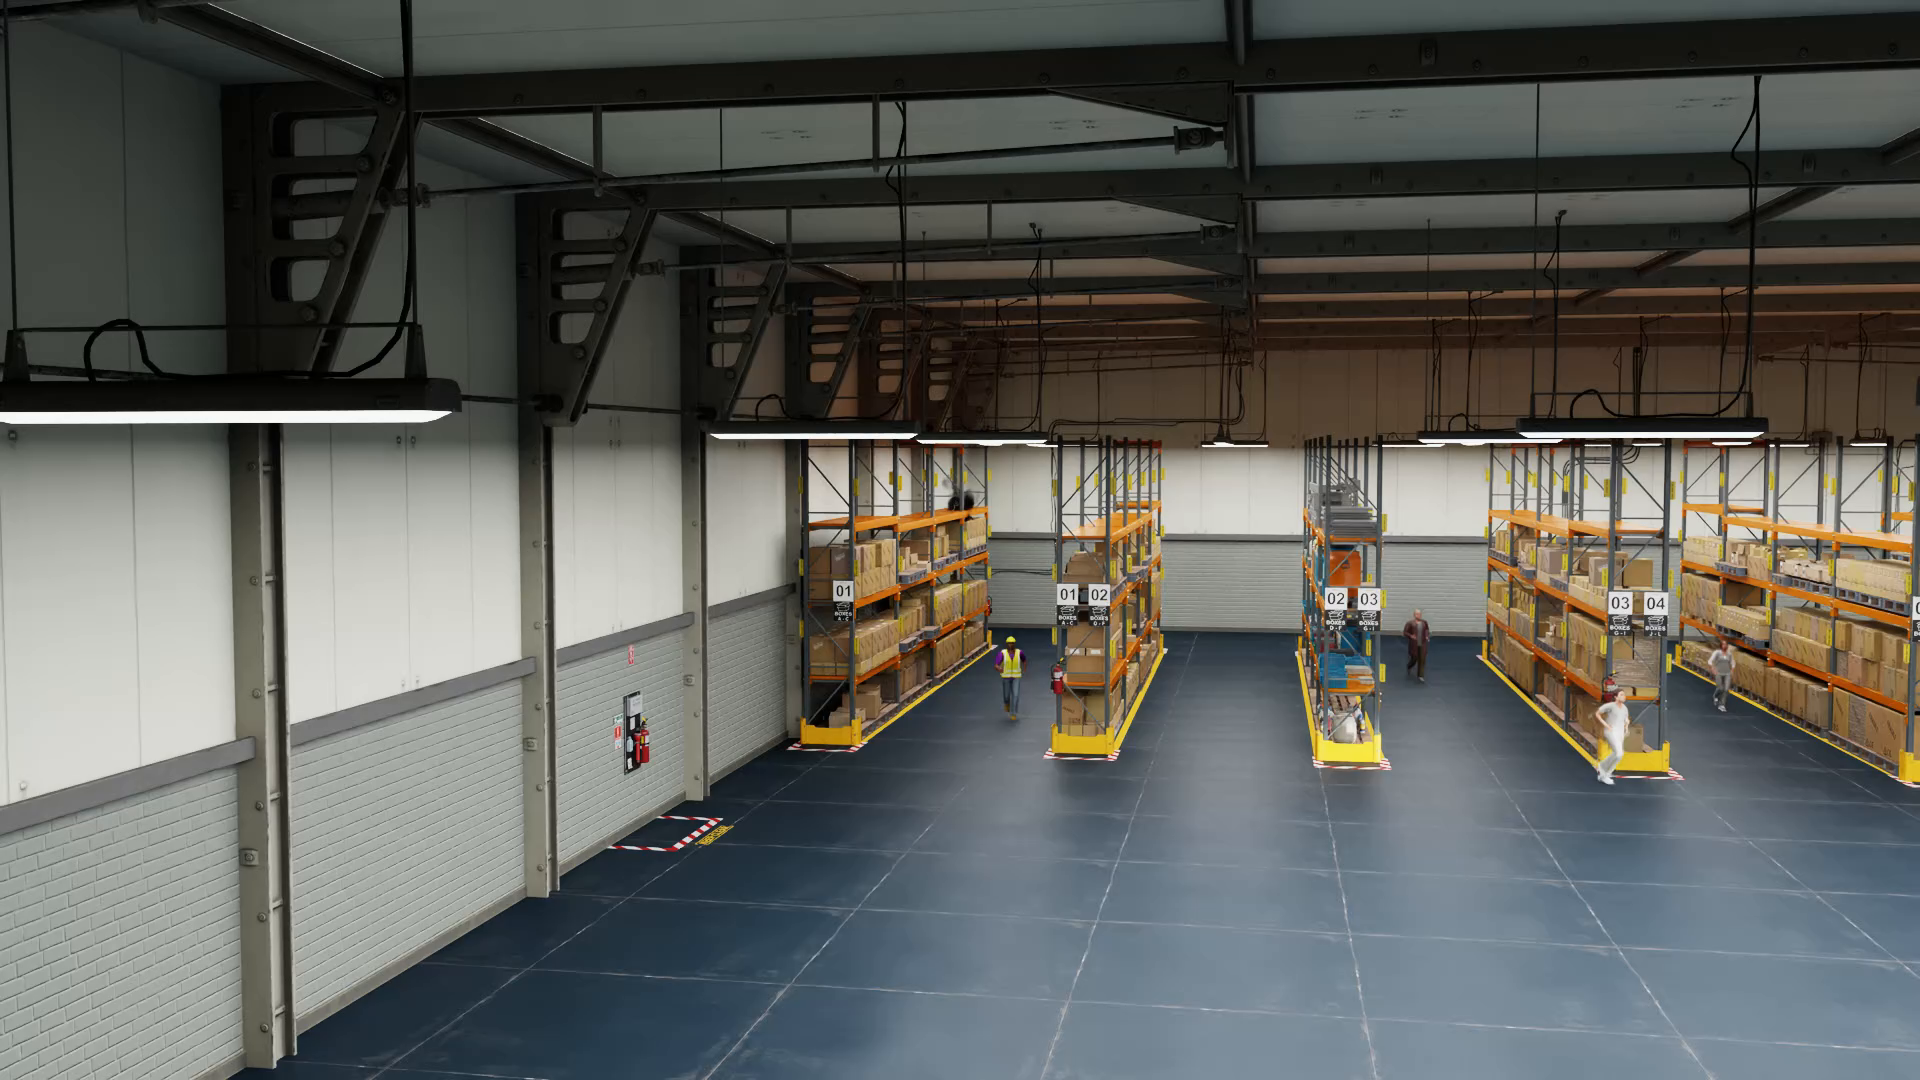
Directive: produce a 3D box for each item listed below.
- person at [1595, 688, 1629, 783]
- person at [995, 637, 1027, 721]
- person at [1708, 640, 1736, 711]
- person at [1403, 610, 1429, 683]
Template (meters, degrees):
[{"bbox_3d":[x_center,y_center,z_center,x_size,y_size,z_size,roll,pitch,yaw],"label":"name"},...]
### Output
[{"bbox_3d":[11.265,3.363,28.578,0.583,1.636,0.524,-1,3,-24],"label":"person"},{"bbox_3d":[1.092,2.926,35.364,0.706,1.753,0.939,0,3,-3],"label":"person"},{"bbox_3d":[16.778,2.970,36.622,0.553,1.565,0.504,1,3,10],"label":"person"},{"bbox_3d":[11.320,2.603,41.157,0.709,1.762,1.008,0,3,-3],"label":"person"}]
